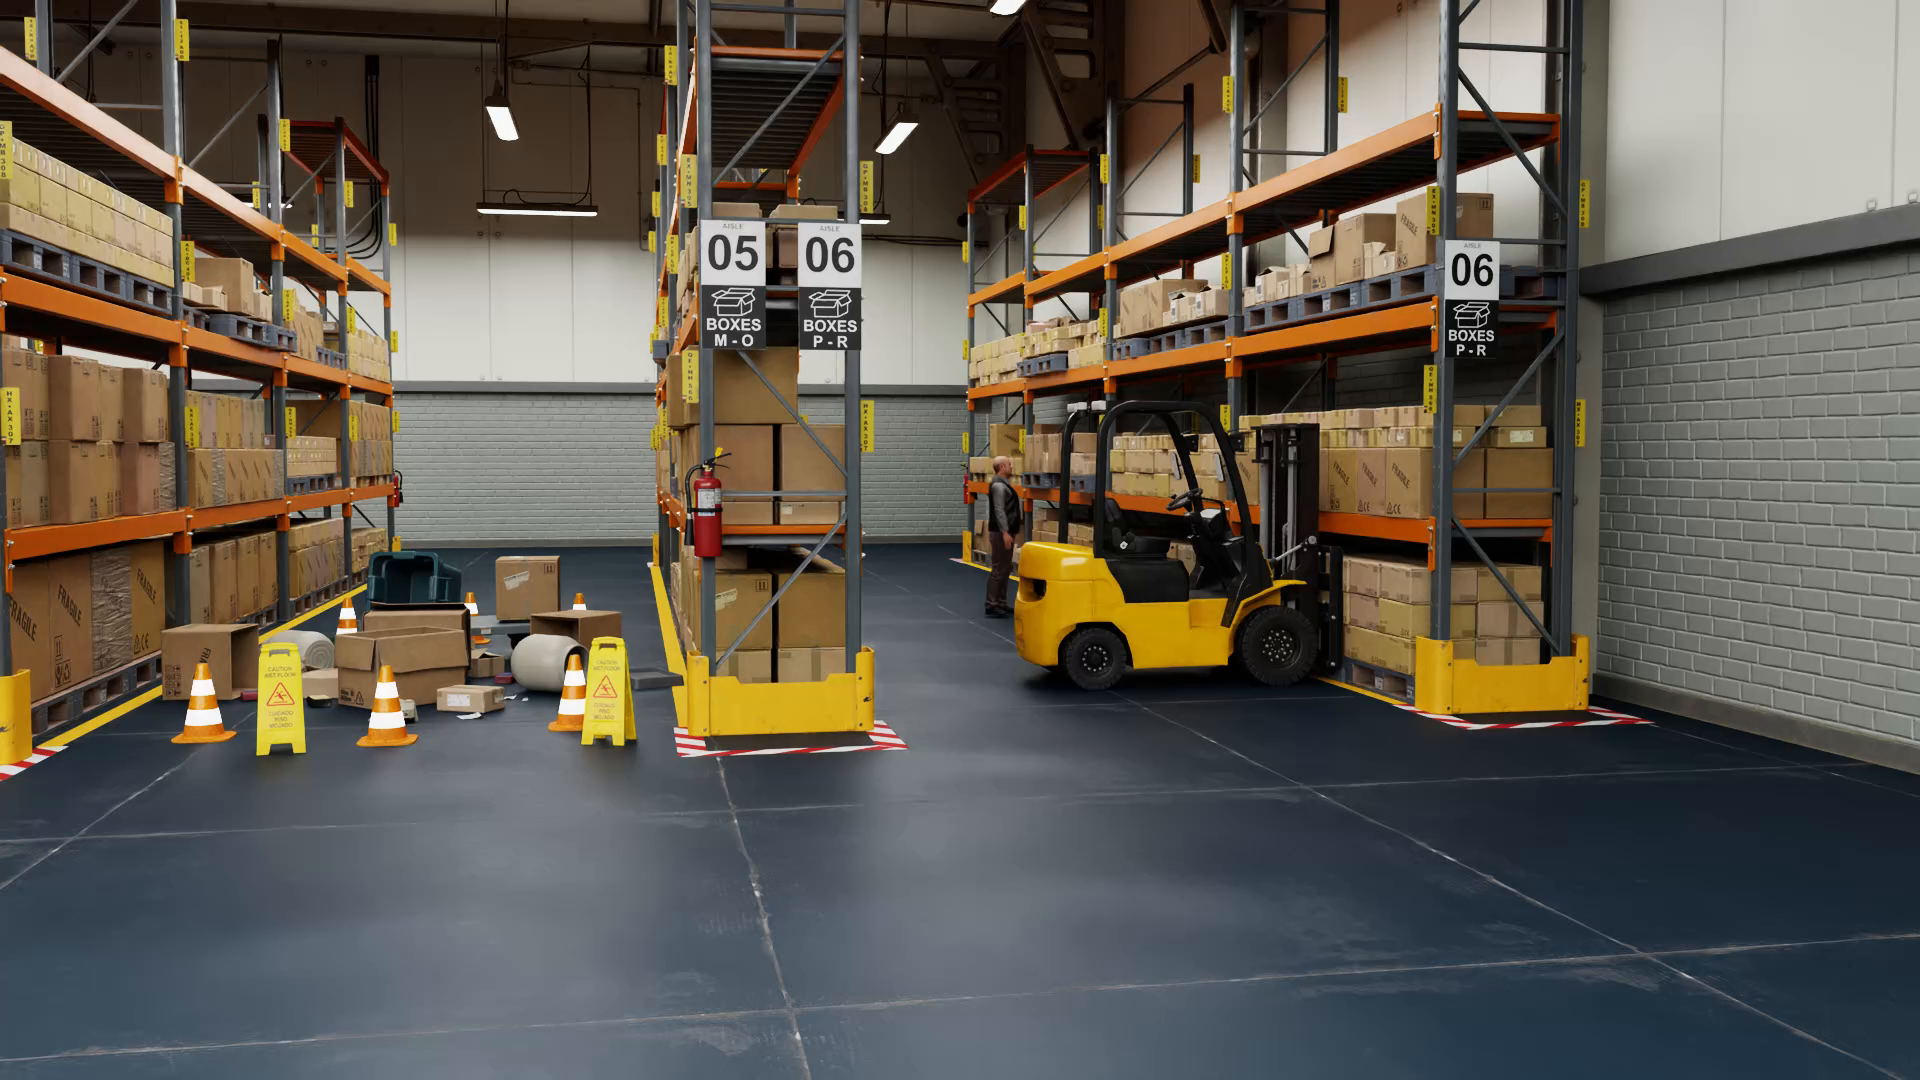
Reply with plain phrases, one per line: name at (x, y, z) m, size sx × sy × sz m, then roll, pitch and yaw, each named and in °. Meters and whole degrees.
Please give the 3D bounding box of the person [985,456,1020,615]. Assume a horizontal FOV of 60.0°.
person at (0.456, -0.046, 17.932) m, size 0.384 × 1.721 × 0.593 m, roll 0°, pitch 3°, yaw 3°
